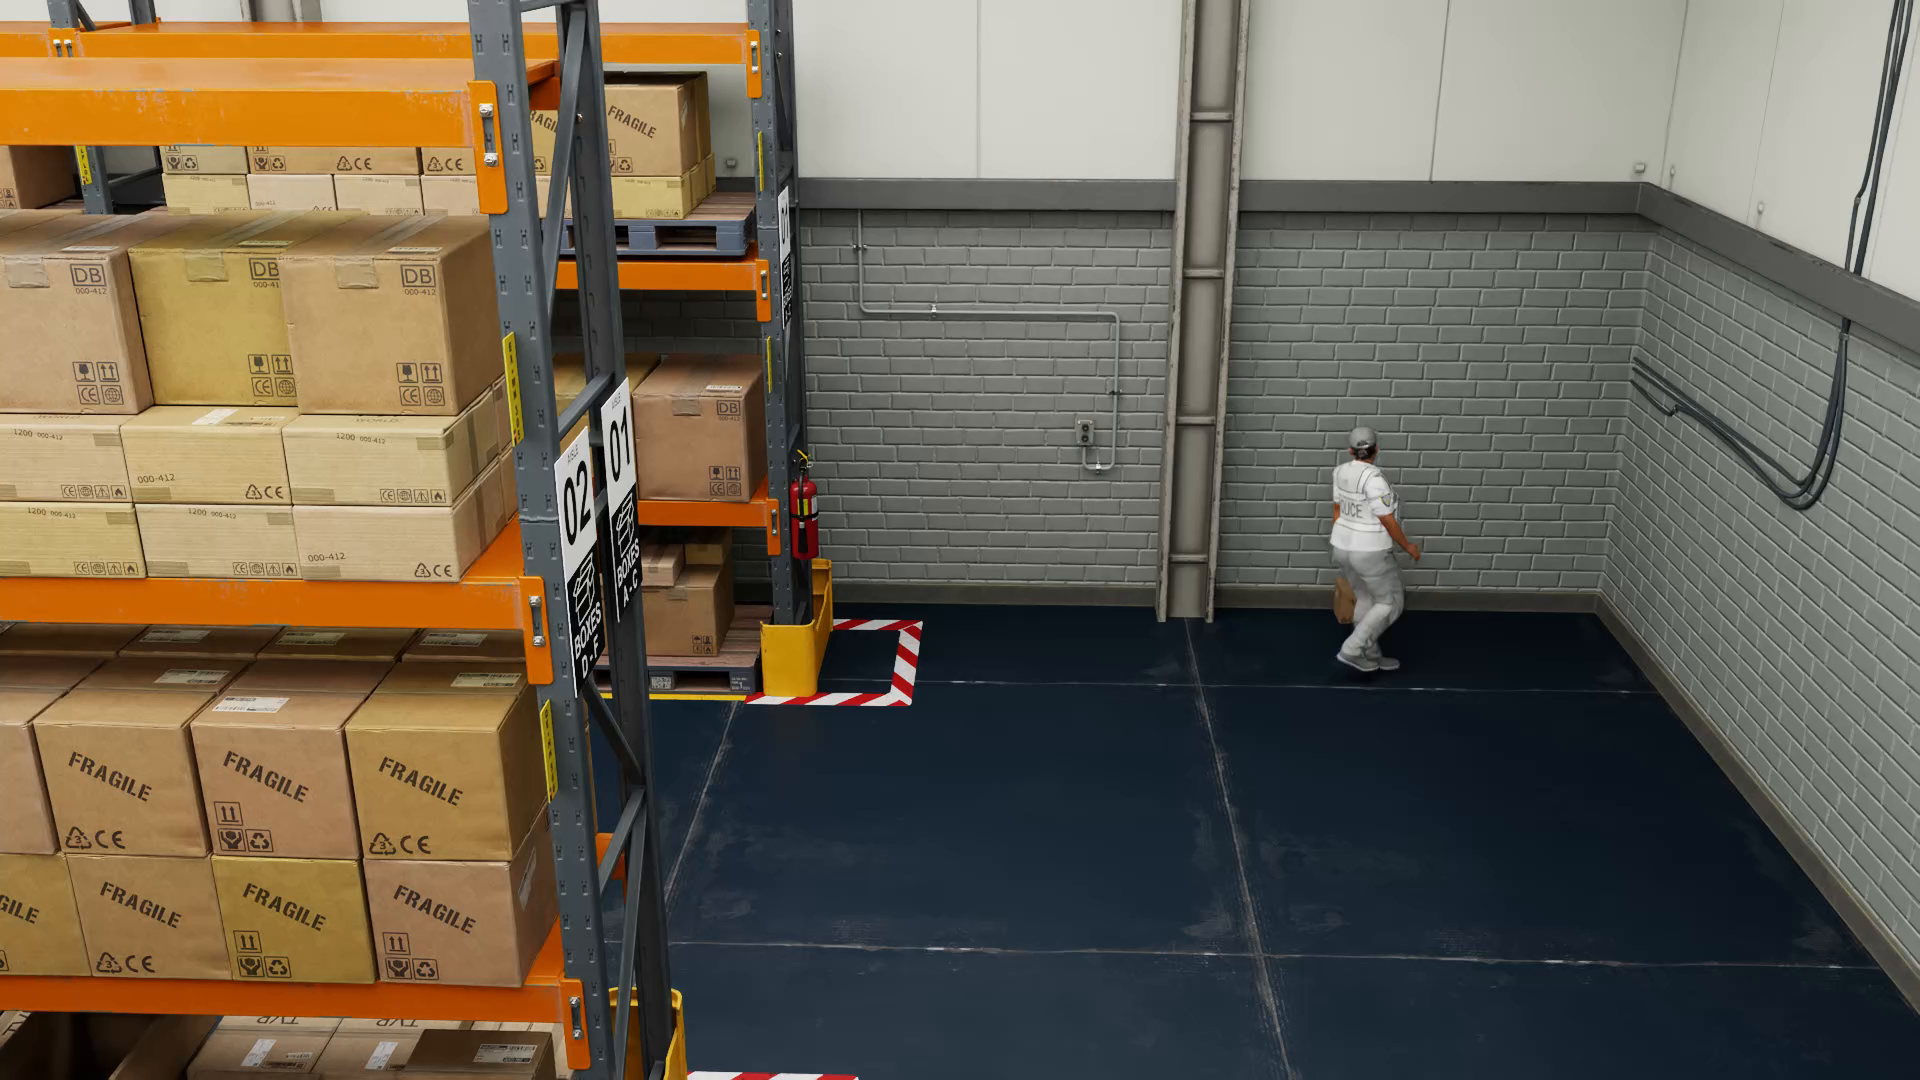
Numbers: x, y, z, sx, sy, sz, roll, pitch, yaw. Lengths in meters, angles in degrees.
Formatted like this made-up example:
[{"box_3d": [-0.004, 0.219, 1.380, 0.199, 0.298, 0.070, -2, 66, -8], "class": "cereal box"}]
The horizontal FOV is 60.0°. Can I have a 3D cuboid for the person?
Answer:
[{"box_3d": [2.674, 0.075, 10.884, 0.551, 1.664, 0.552, -7, 22, -17], "class": "person"}]
